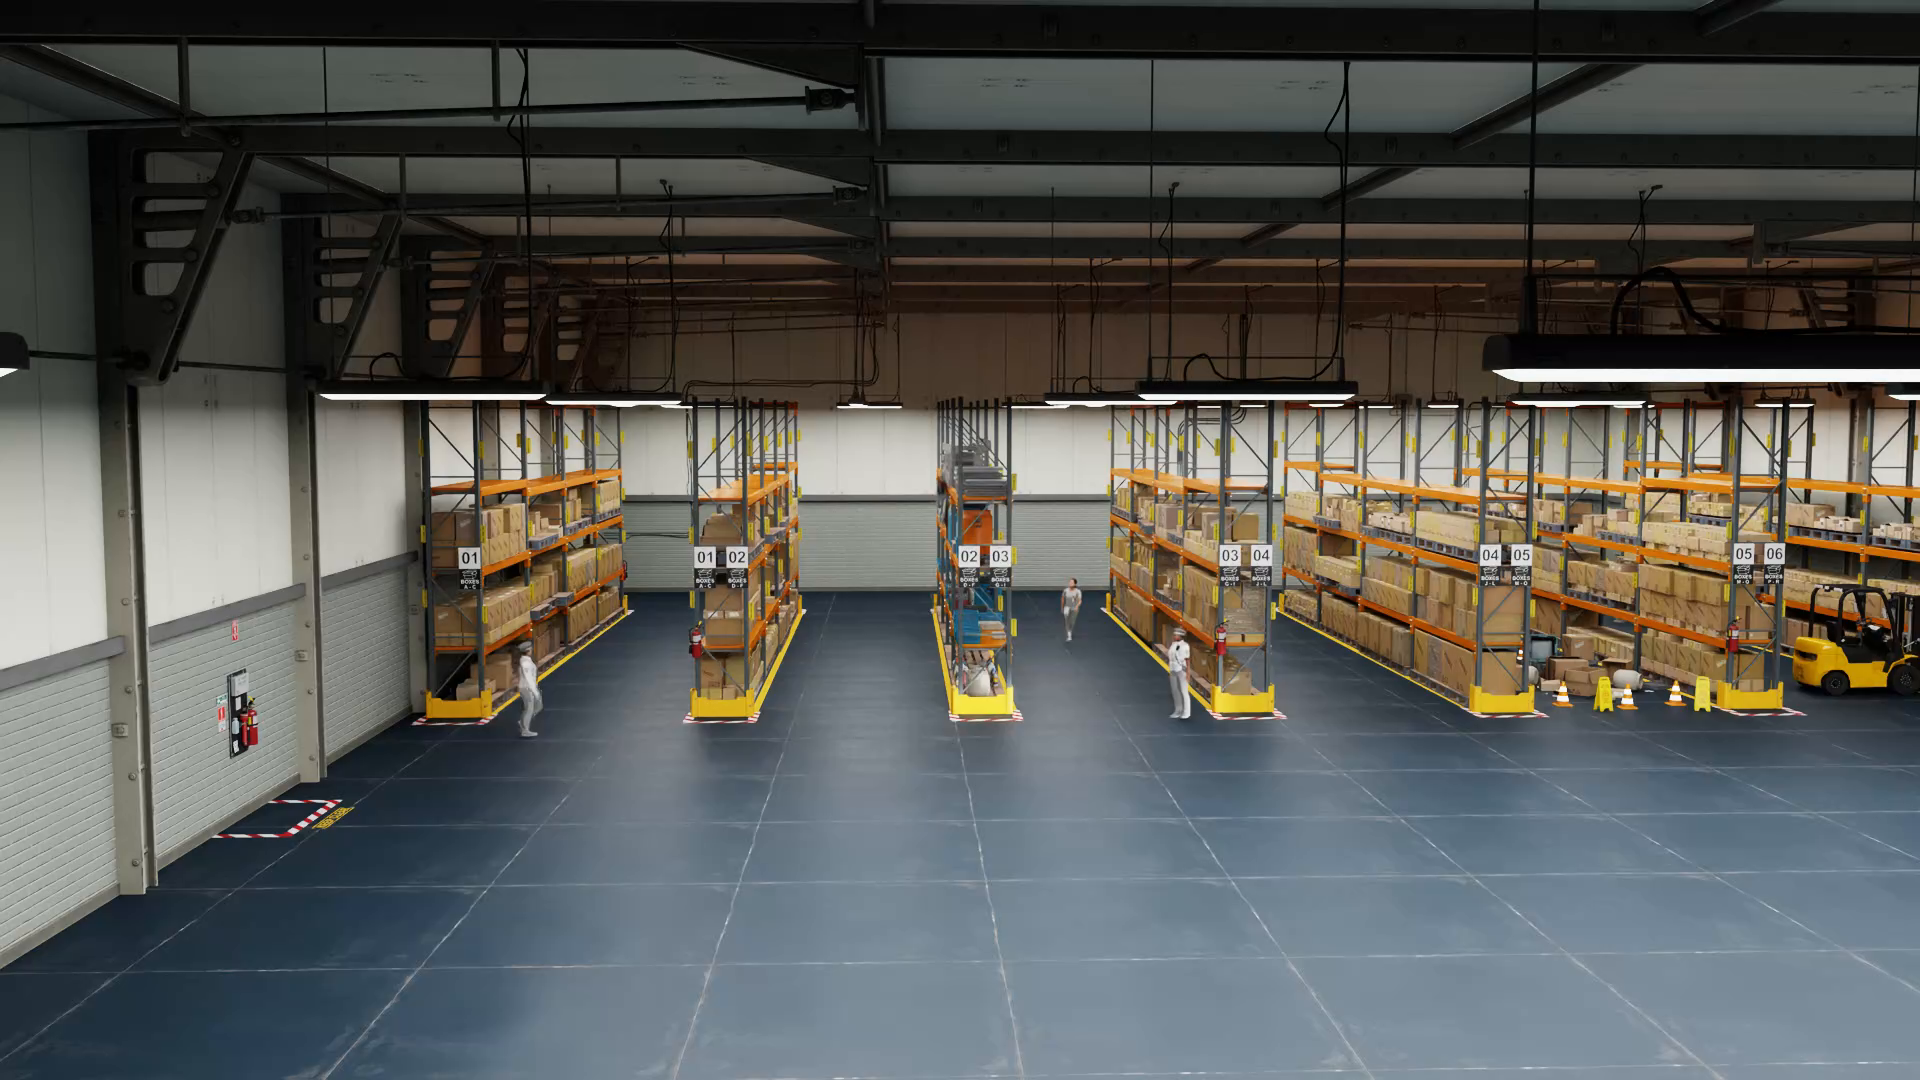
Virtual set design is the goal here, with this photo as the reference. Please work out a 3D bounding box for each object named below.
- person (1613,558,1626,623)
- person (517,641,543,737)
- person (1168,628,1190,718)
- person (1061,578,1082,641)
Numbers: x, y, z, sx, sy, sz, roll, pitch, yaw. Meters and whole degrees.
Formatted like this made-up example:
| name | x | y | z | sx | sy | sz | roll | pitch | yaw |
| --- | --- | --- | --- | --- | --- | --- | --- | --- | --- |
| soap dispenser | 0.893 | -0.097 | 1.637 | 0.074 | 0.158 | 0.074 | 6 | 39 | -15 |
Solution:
| name | x | y | z | sx | sy | sz | roll | pitch | yaw |
| --- | --- | --- | --- | --- | --- | --- | --- | --- | --- |
| person | 17.762 | 1.357 | 44.893 | 0.493 | 1.768 | 0.582 | 1 | 5 | 14 |
| person | -7.565 | 2.611 | 29.160 | 0.434 | 1.676 | 0.459 | 0 | 4 | 0 |
| person | 4.112 | 2.495 | 31.073 | 0.383 | 1.723 | 0.560 | -3 | 5 | -34 |
| person | 2.752 | 1.729 | 40.961 | 0.480 | 1.600 | 0.982 | 0 | 4 | -3 |
